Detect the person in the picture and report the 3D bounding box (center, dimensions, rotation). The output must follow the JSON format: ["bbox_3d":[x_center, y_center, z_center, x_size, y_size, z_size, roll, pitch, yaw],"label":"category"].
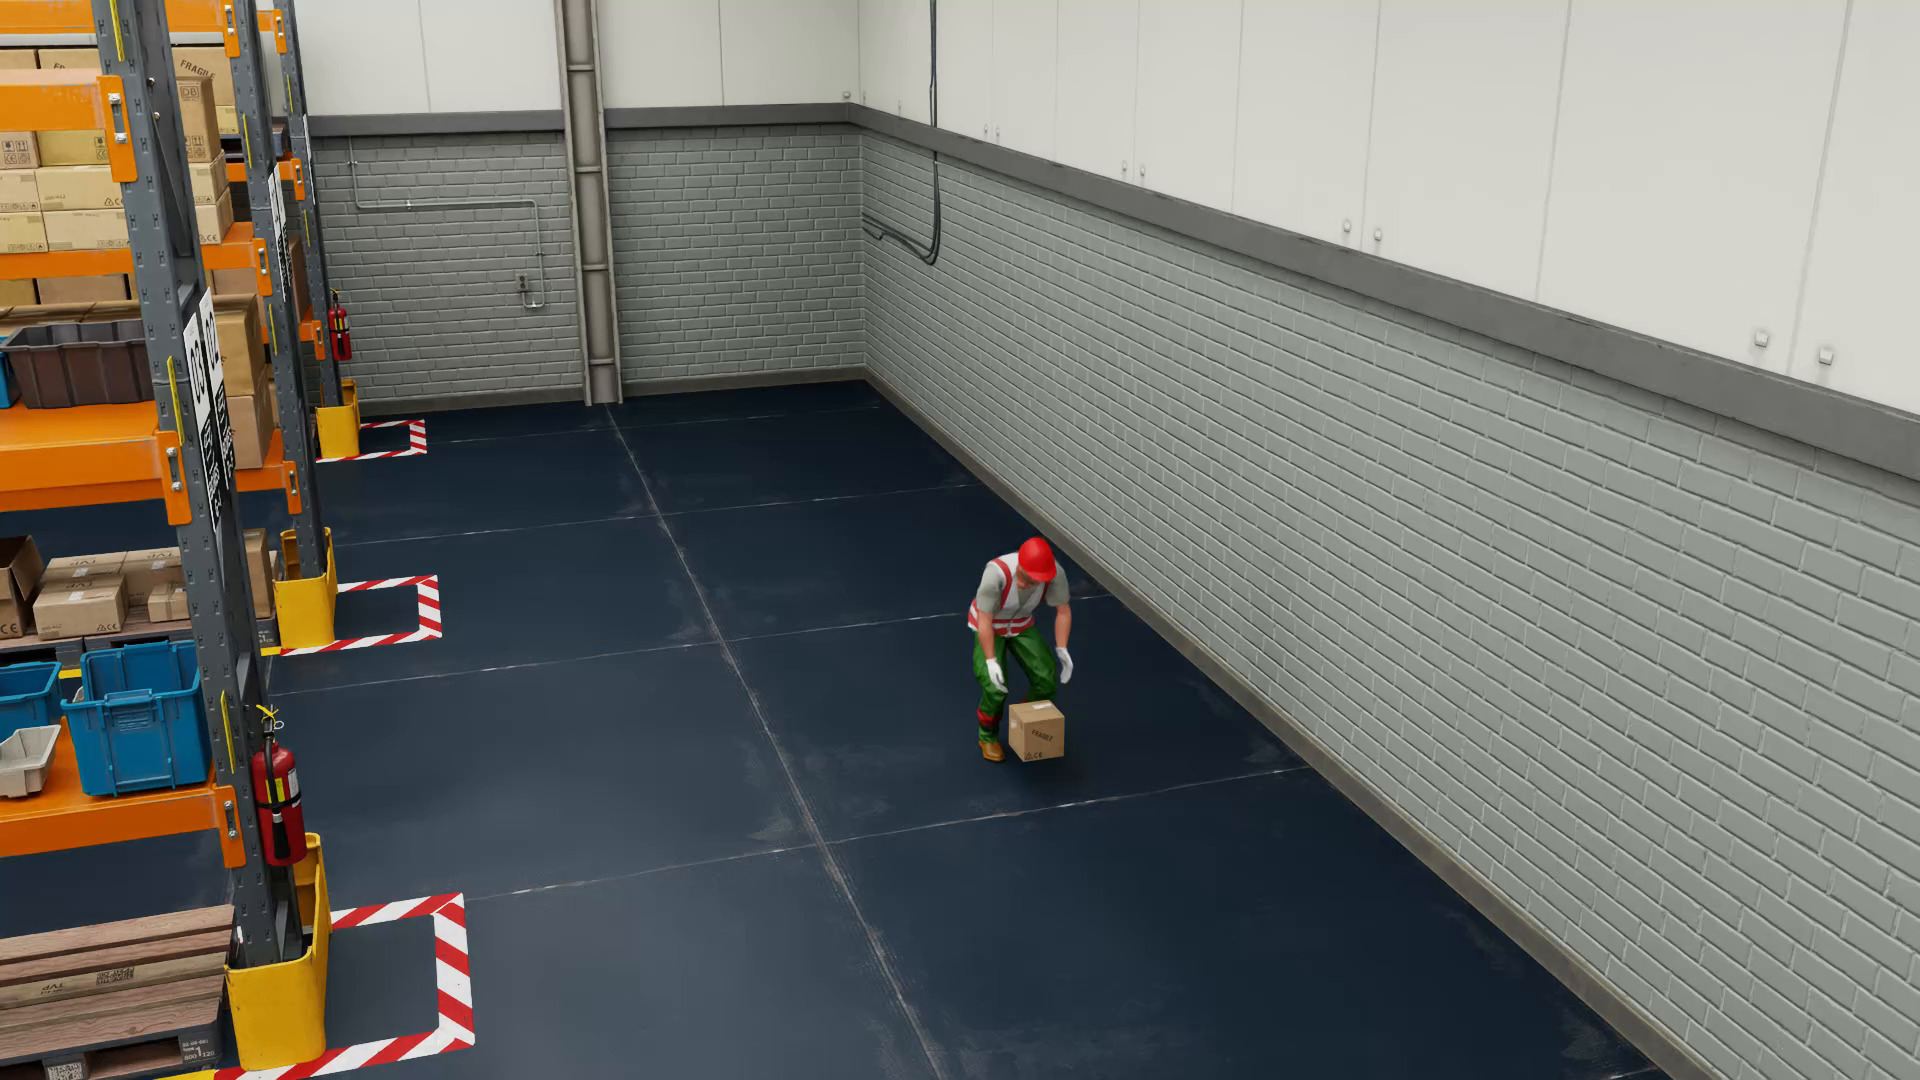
[{"bbox_3d":[0.355,0.600,9.825,0.583,1.440,0.748,-6,20,-17],"label":"person"}]
